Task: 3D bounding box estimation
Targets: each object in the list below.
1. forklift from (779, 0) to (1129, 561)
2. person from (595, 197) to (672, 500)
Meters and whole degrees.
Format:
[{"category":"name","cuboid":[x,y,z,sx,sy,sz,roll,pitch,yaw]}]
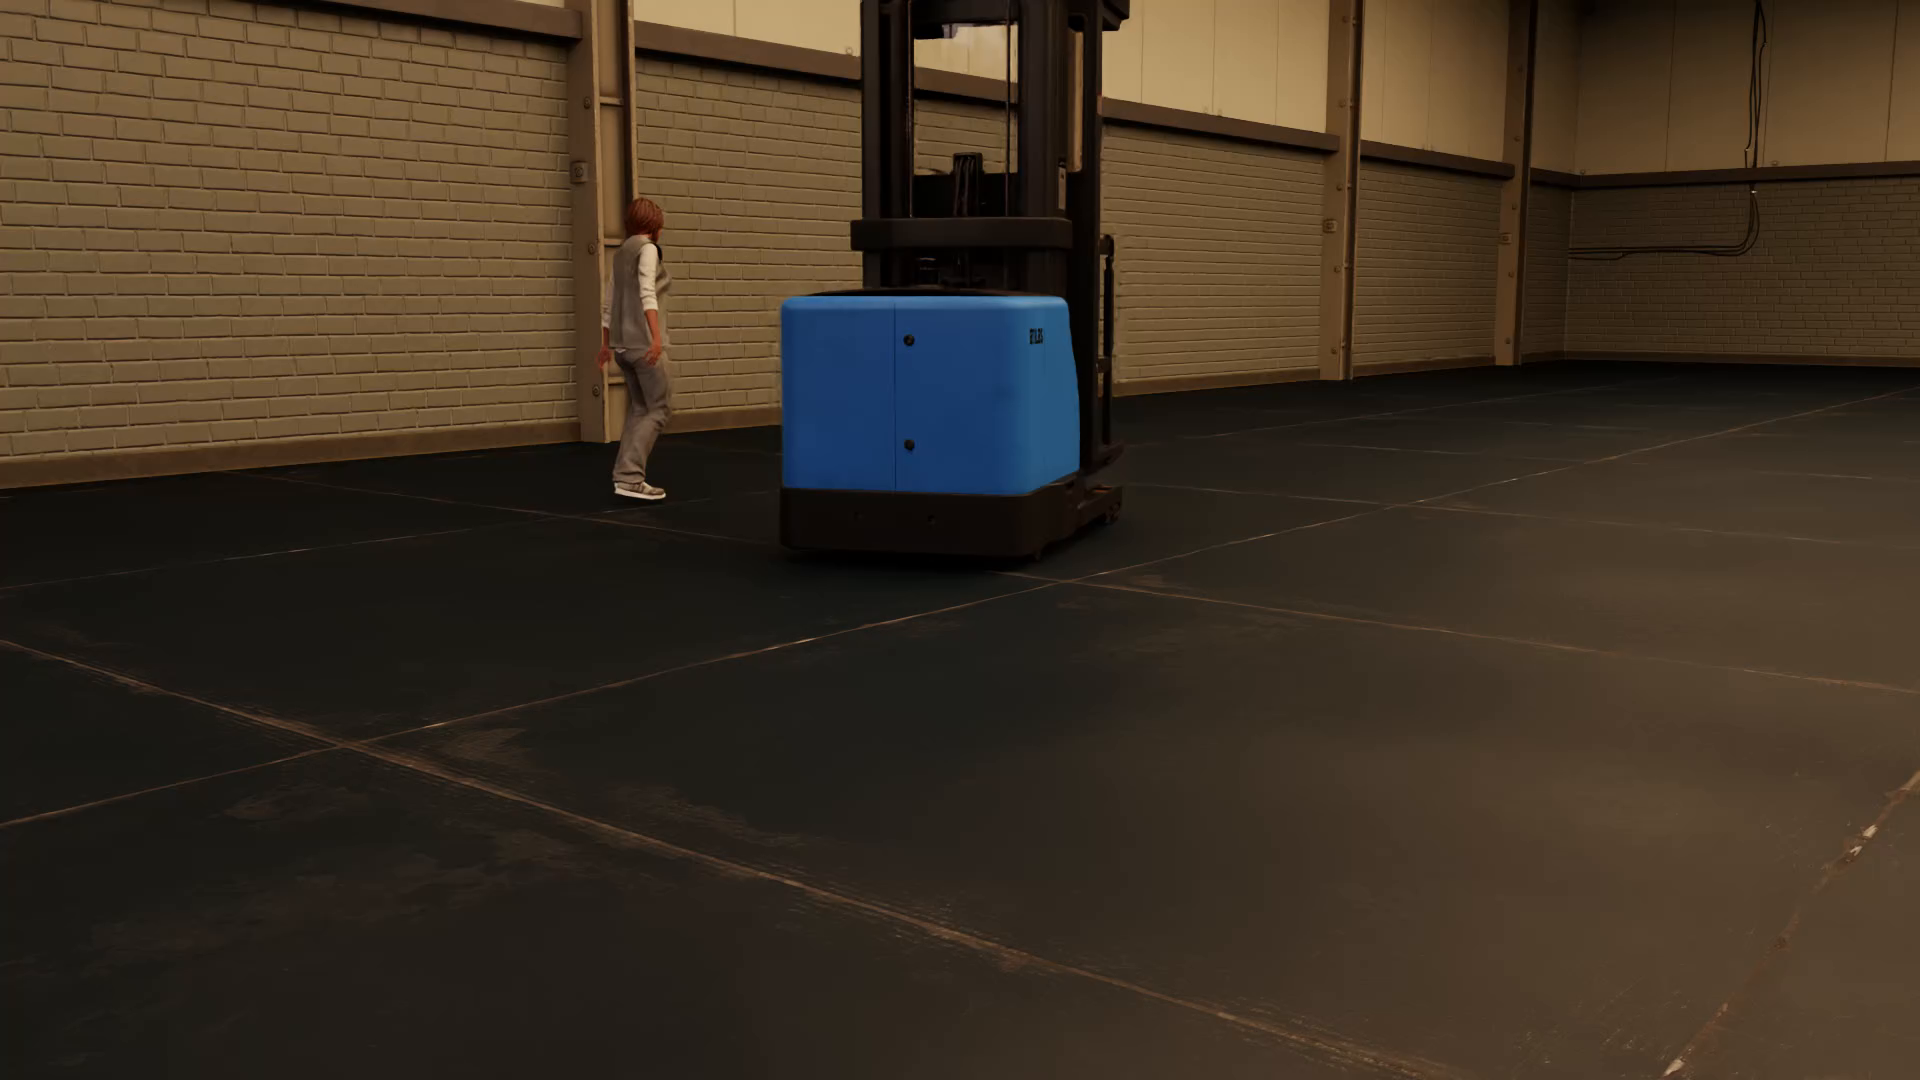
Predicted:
[{"category":"forklift","cuboid":[0.166,-1.540,7.809,1.130,2.935,3.031,2,9,16]},{"category":"person","cuboid":[-1.695,-0.999,8.702,0.397,1.557,0.729,-6,10,-33]}]
